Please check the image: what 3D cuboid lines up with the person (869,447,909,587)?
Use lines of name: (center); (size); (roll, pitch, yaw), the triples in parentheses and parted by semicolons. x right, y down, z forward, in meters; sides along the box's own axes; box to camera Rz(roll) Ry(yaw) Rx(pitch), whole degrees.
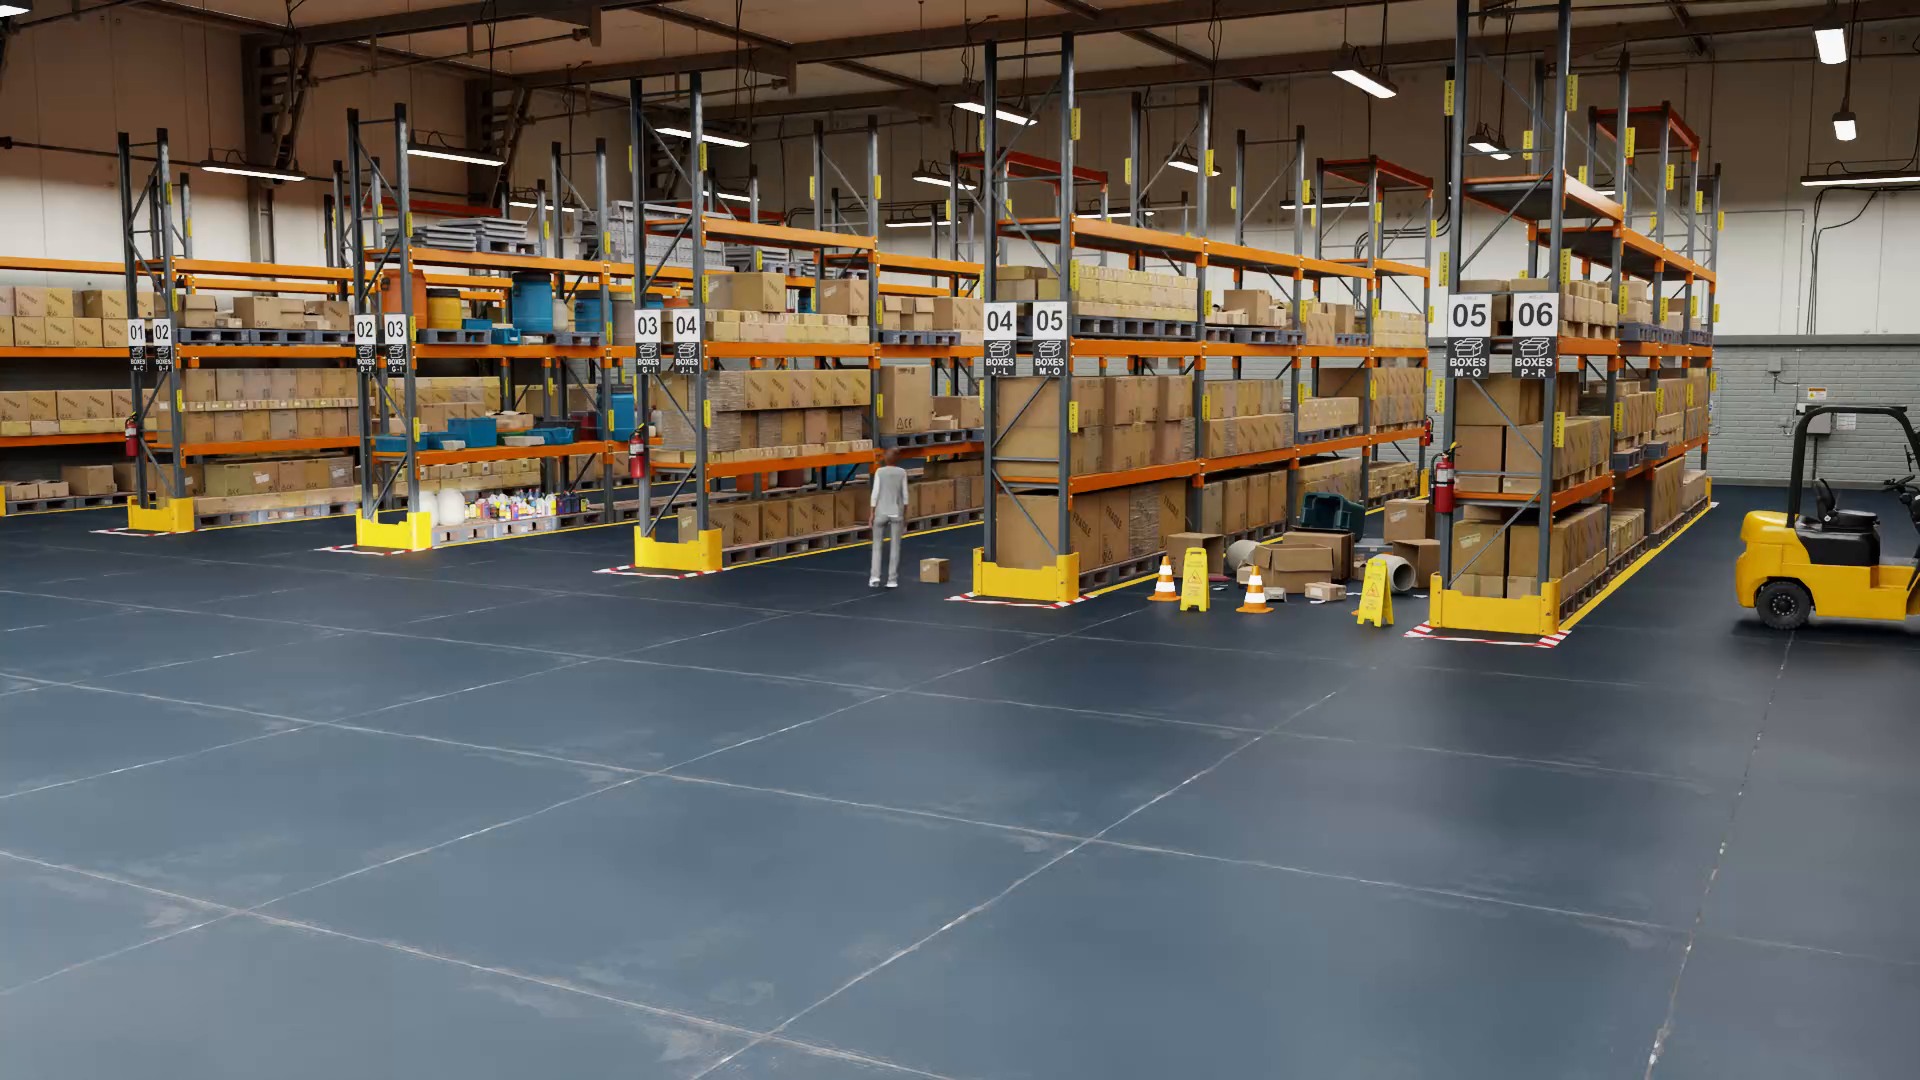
person: (-0.809, -0.272, 18.962); (0.459, 1.590, 0.636); (0, 6, -2)
